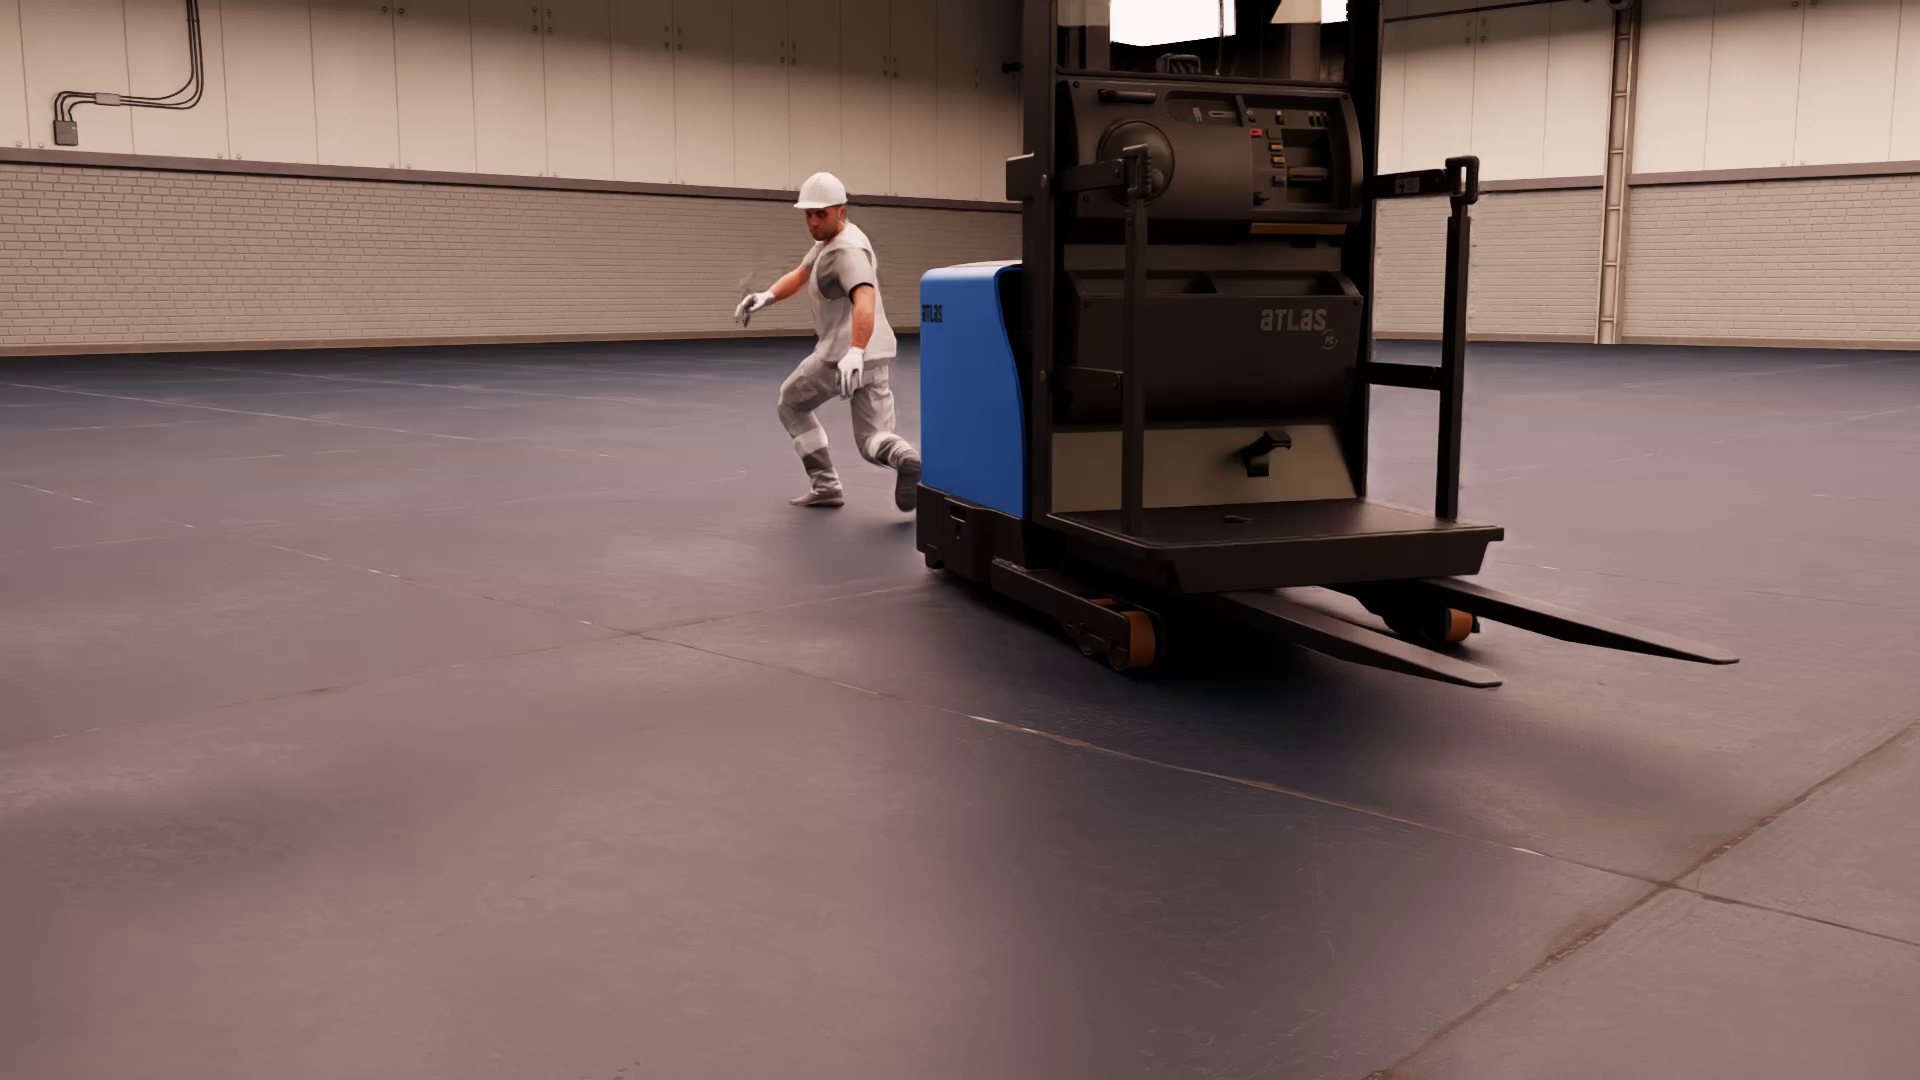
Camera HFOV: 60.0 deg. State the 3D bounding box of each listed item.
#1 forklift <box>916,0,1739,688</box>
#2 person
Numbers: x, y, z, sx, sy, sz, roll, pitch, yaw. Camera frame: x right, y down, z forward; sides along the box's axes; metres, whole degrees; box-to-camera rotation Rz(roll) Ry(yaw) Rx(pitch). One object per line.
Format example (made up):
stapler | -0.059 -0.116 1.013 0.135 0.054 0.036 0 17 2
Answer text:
forklift | 0.825 -1.169 4.636 1.130 2.935 3.031 -3 9 -20
person | -0.525 -0.861 7.455 0.928 1.540 0.670 6 11 35
